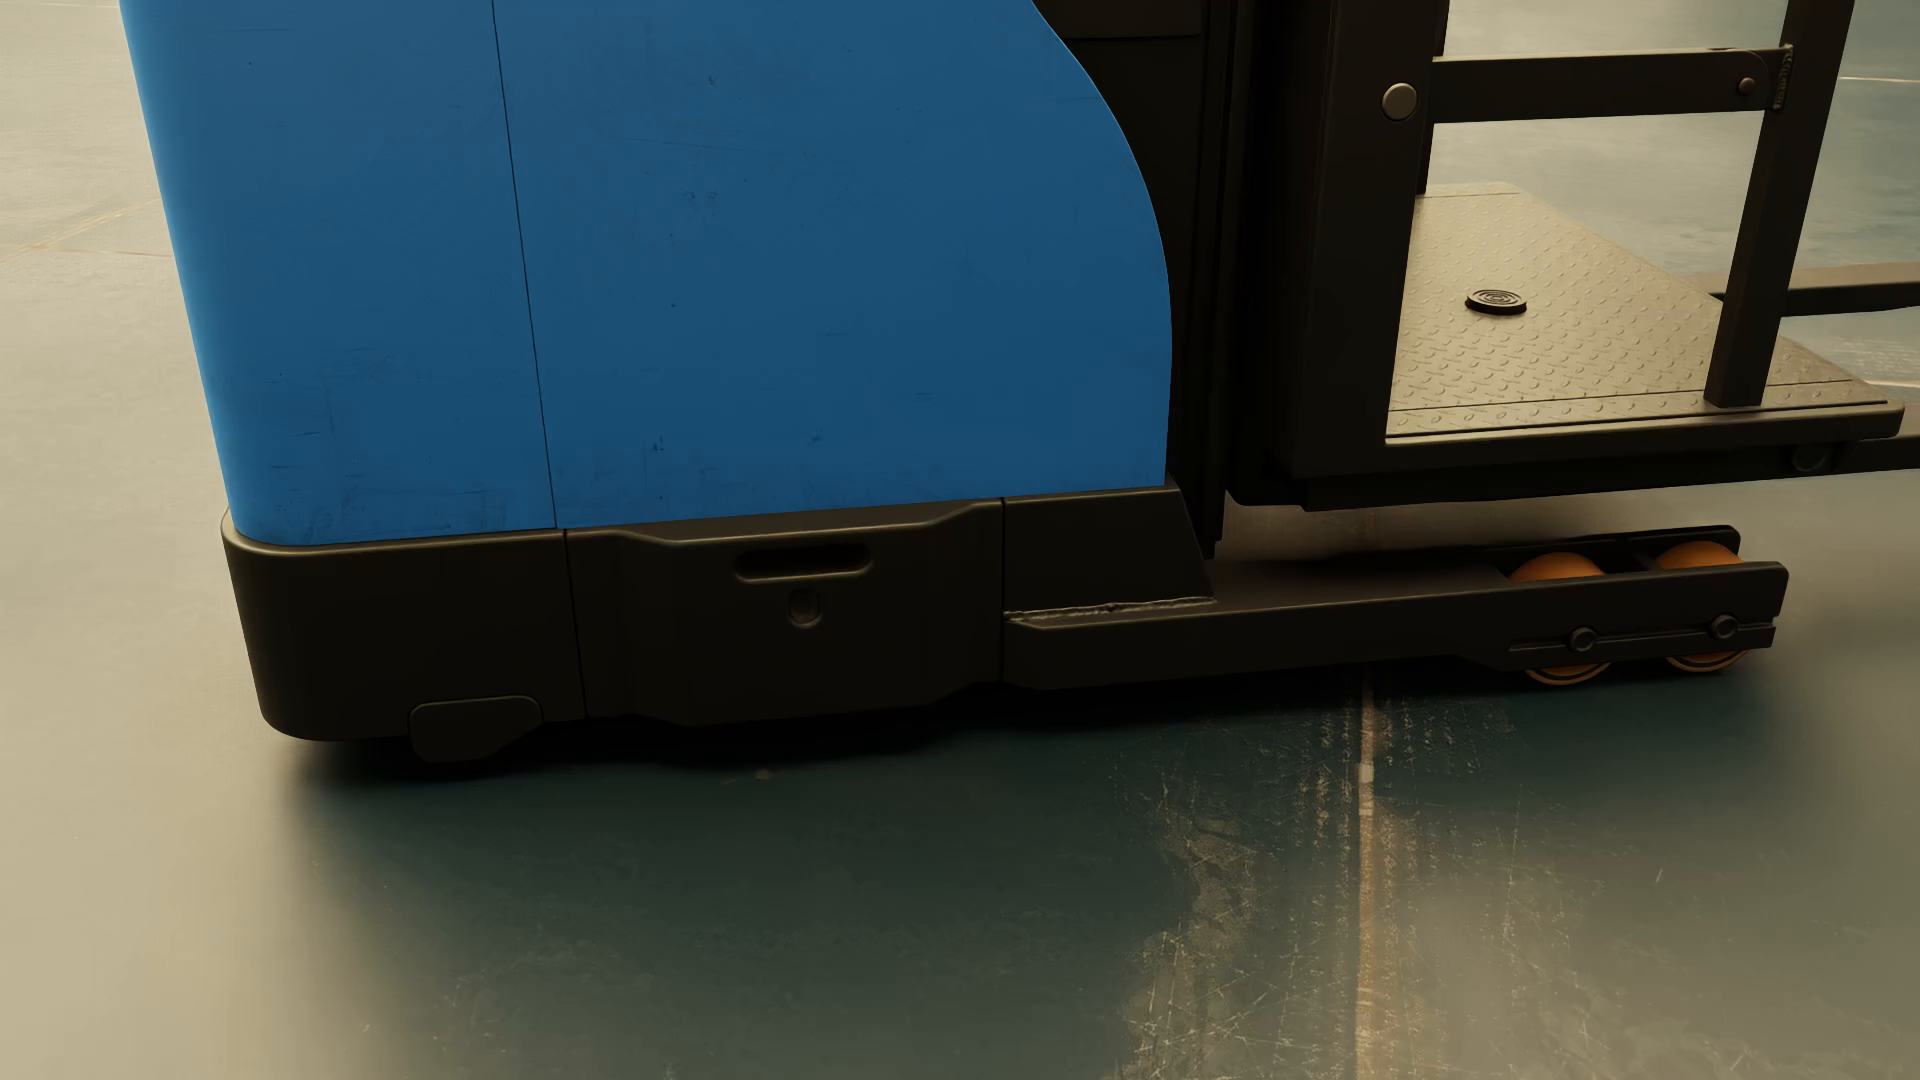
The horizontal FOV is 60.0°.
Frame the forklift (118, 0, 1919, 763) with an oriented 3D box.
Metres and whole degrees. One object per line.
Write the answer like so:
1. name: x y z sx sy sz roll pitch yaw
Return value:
1. forklift: 0.600 -1.354 1.930 3.031 2.935 1.130 -4 27 -9
